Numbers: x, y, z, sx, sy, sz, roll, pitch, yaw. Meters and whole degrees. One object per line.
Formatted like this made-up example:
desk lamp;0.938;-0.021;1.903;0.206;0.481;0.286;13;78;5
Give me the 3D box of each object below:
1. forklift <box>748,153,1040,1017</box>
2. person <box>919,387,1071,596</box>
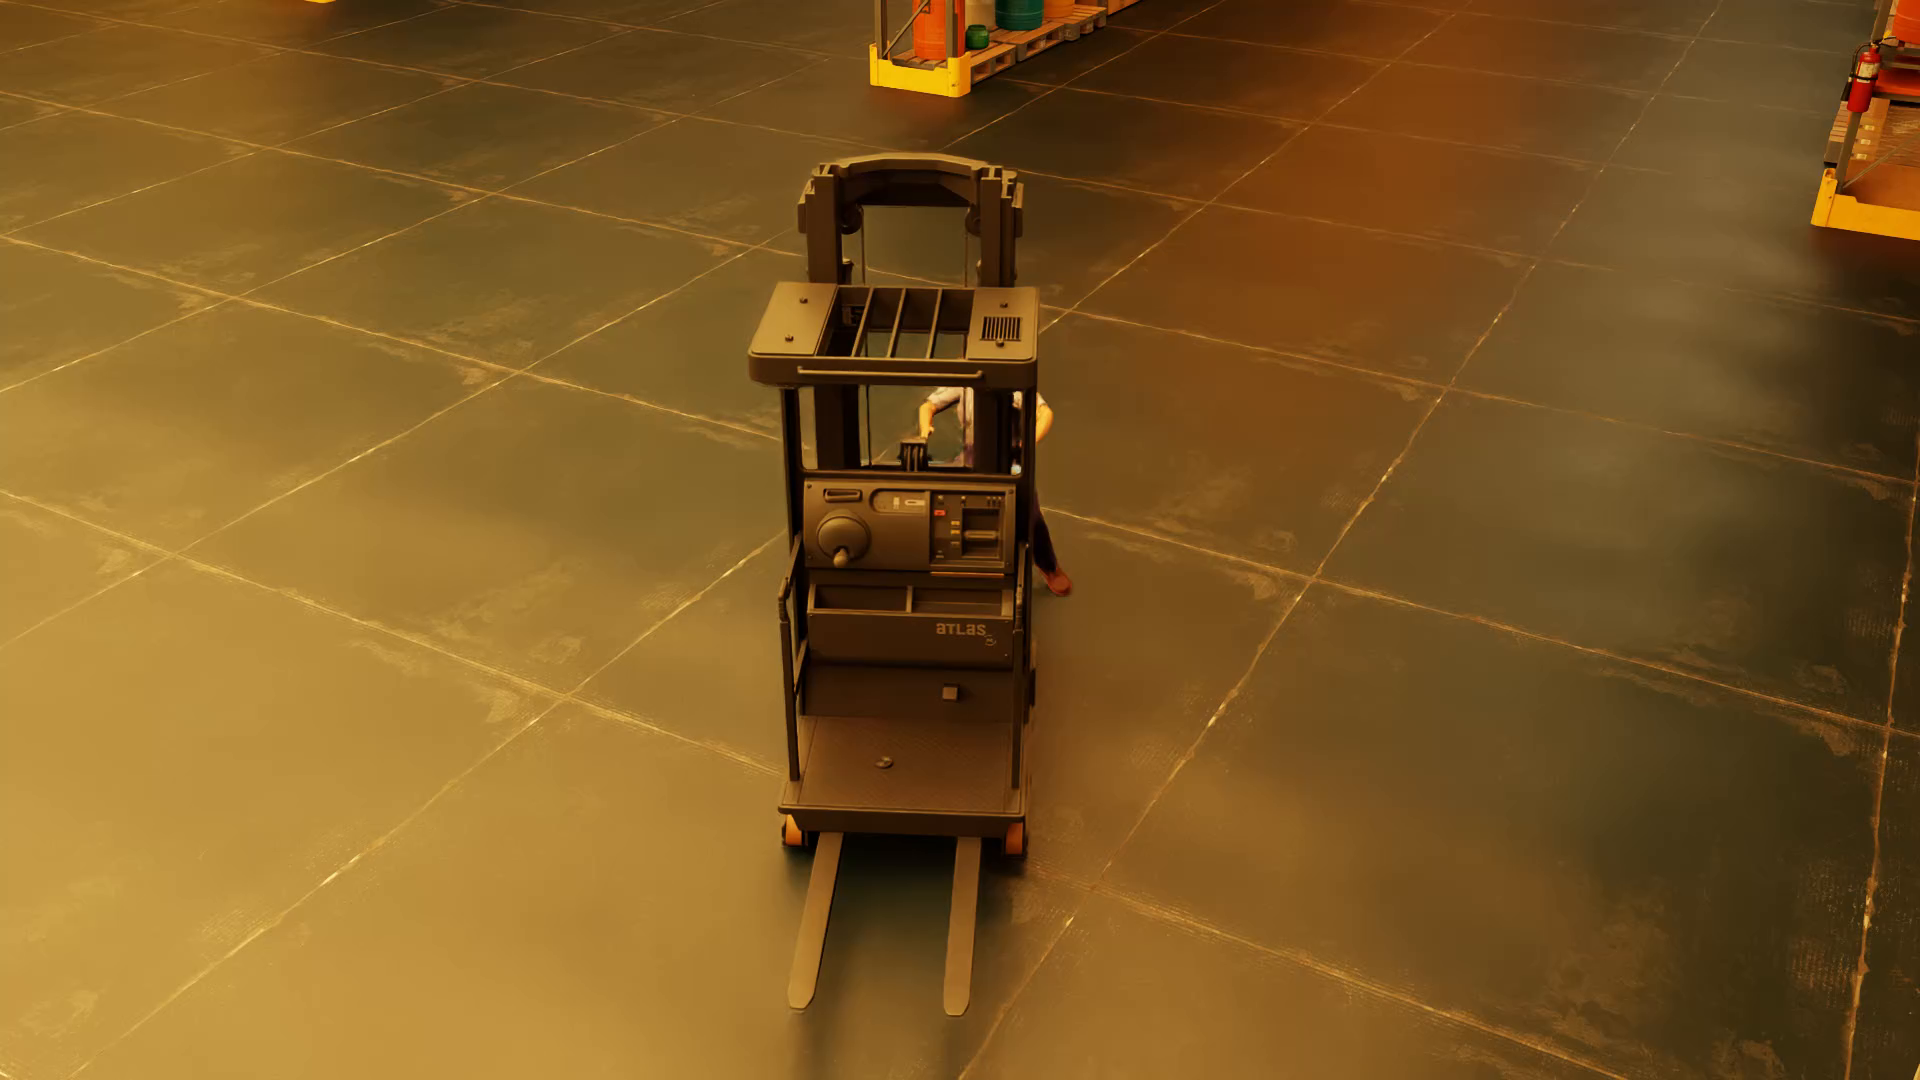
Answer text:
forklift;-0.231;-0.013;7.093;1.130;2.935;3.031;2;30;3
person;0.113;-0.412;9.291;1.113;1.426;0.661;18;34;28
